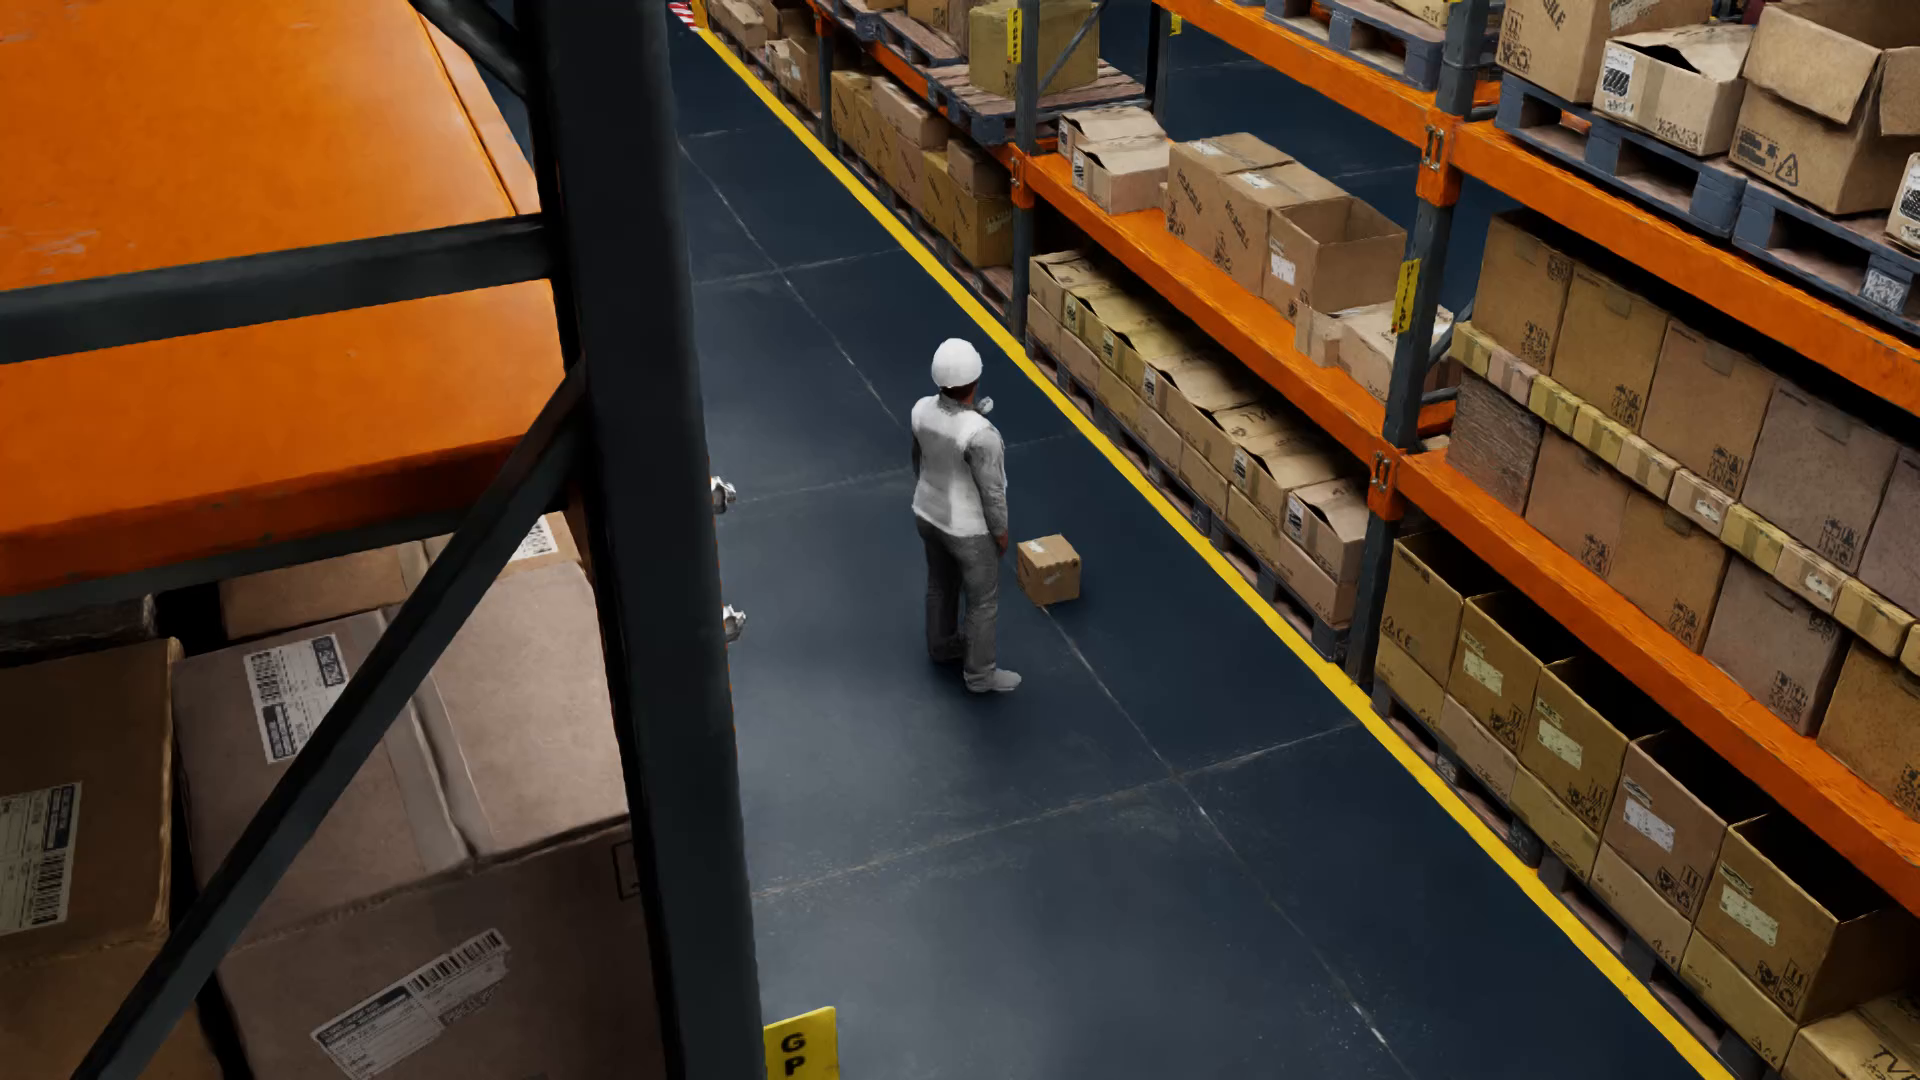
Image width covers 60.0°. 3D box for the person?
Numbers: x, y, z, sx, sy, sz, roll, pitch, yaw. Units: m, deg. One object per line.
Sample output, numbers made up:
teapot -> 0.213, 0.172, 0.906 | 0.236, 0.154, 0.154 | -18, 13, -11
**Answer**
person -> 0.021, -0.100, 7.655 | 0.413, 1.816, 0.580 | -27, 42, -35
